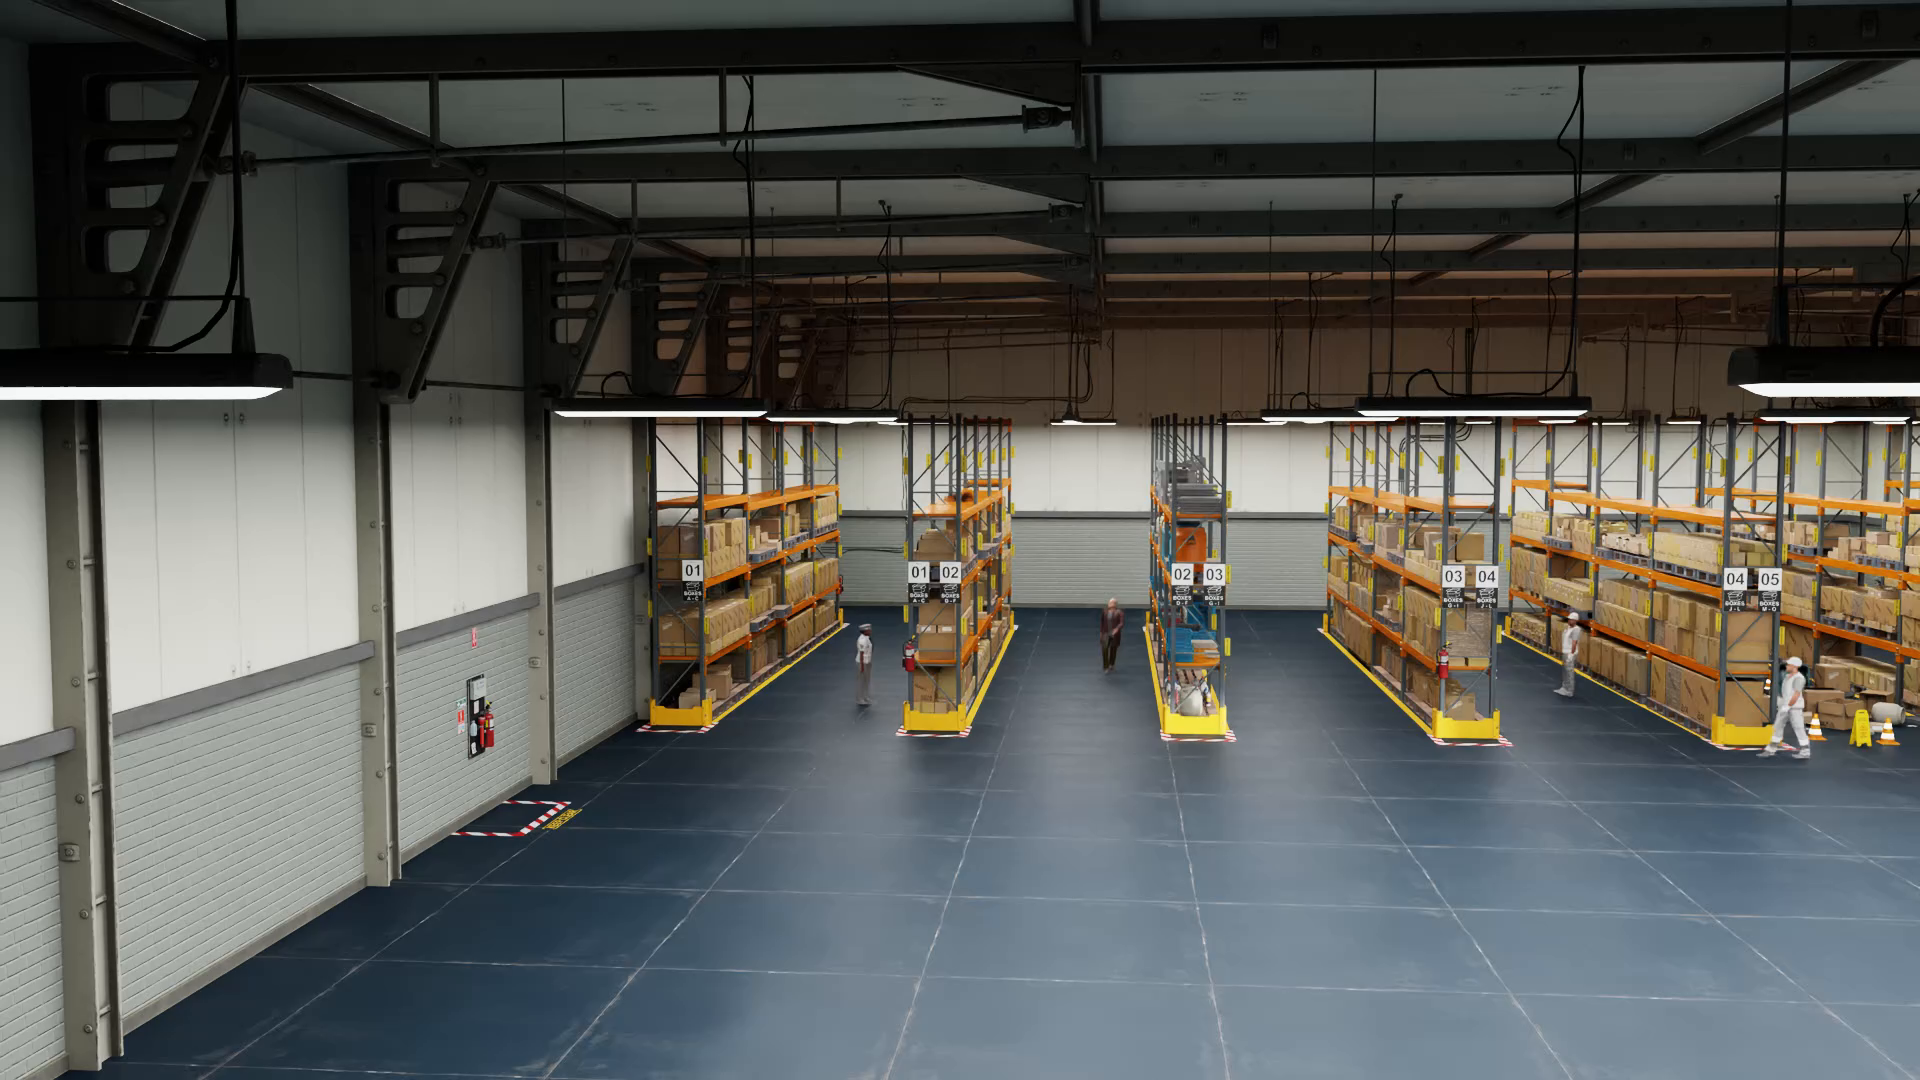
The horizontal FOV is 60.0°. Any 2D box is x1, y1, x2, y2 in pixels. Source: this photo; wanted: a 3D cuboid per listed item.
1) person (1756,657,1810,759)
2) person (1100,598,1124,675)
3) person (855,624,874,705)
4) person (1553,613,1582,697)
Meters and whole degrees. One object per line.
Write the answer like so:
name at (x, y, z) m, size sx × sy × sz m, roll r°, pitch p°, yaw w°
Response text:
person at (14.259, 2.902, 28.667) m, size 0.798 × 1.789 × 0.551 m, roll 0°, pitch 4°, yaw 3°
person at (3.562, 2.270, 39.016) m, size 0.594 × 1.812 × 0.945 m, roll 1°, pitch 4°, yaw 9°
person at (-1.991, 2.567, 34.454) m, size 0.356 × 1.686 × 0.462 m, roll 1°, pitch 4°, yaw 10°
person at (13.002, 2.438, 35.597) m, size 0.547 × 1.789 × 0.610 m, roll 1°, pitch 4°, yaw 19°
